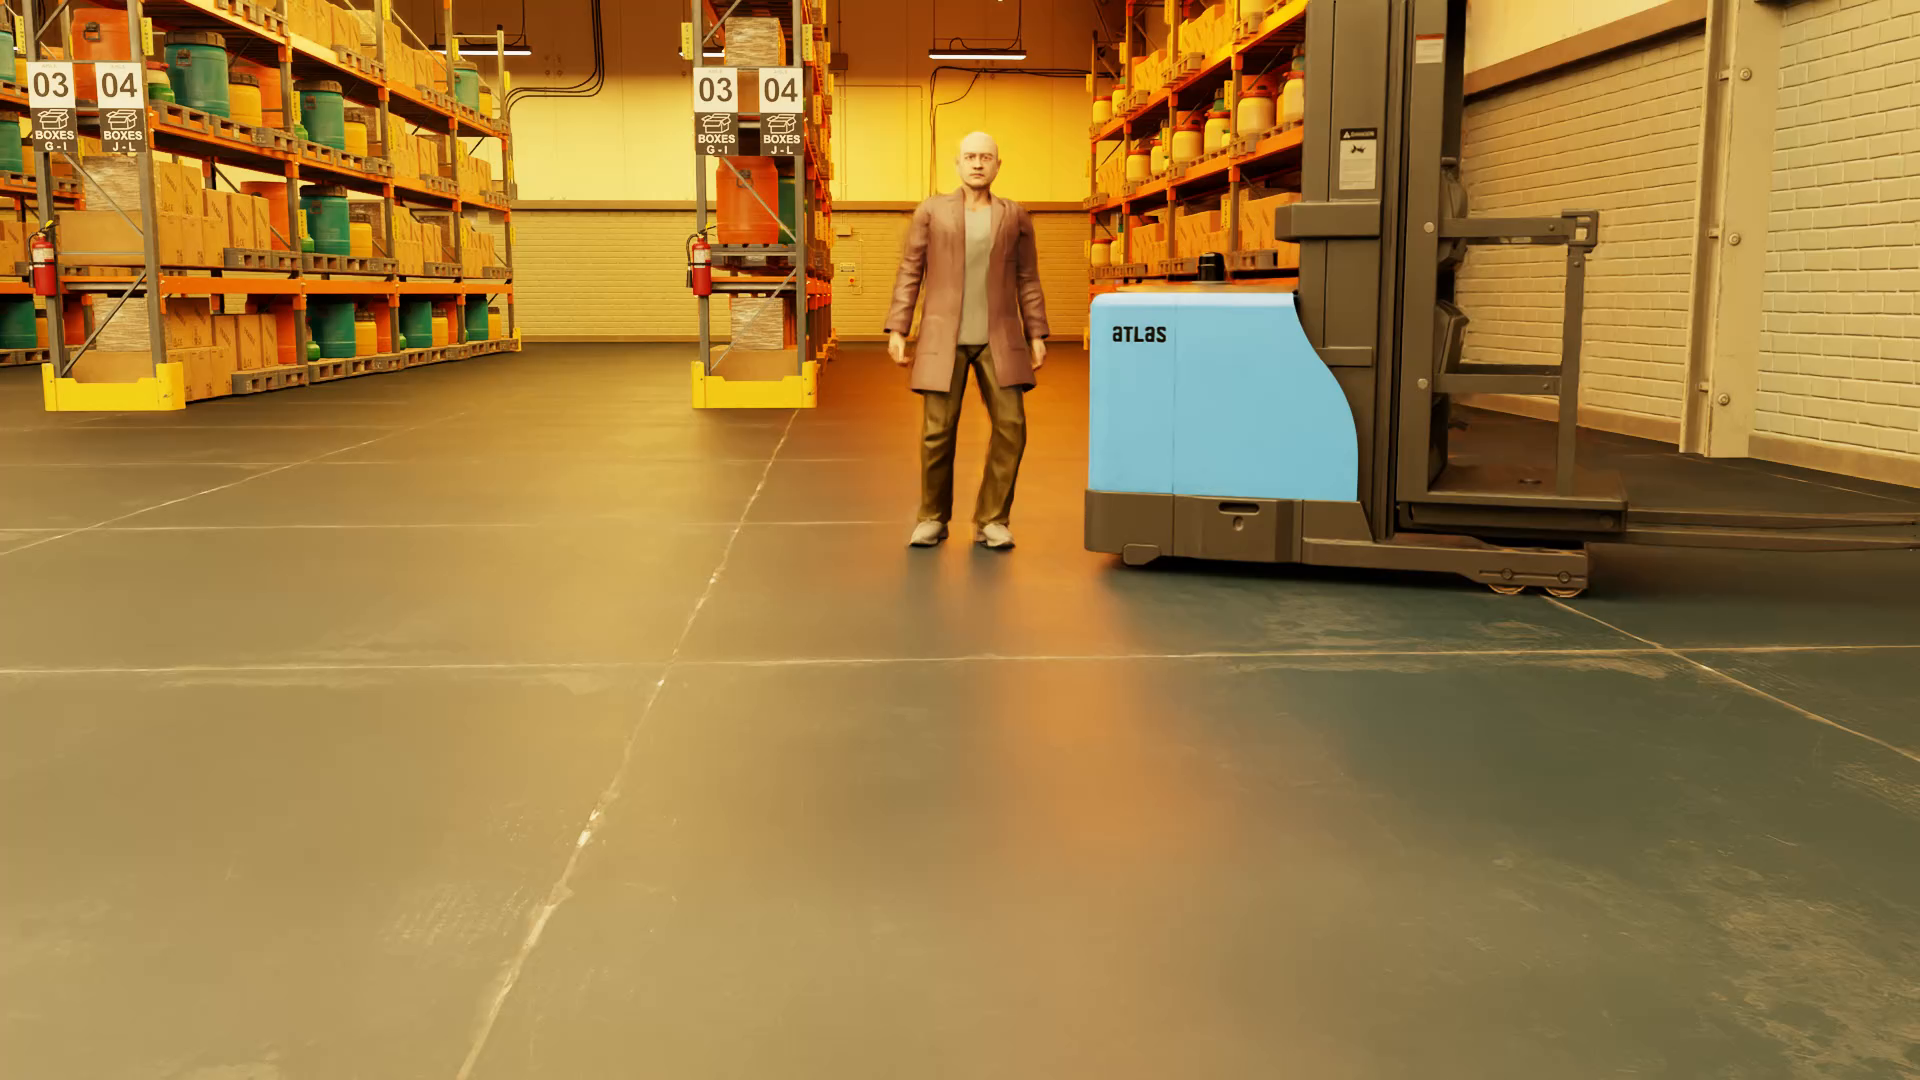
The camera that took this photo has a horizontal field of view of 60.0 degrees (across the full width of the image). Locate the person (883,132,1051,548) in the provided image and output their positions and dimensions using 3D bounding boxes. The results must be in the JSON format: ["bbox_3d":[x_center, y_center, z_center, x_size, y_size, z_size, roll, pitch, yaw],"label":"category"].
[{"bbox_3d":[0.048,-0.842,7.060,0.735,1.754,0.517,-1,9,-7],"label":"person"}]

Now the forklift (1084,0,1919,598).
[{"bbox_3d":[2.065,-1.331,6.296,3.031,2.935,1.130,3,9,20],"label":"forklift"}]
